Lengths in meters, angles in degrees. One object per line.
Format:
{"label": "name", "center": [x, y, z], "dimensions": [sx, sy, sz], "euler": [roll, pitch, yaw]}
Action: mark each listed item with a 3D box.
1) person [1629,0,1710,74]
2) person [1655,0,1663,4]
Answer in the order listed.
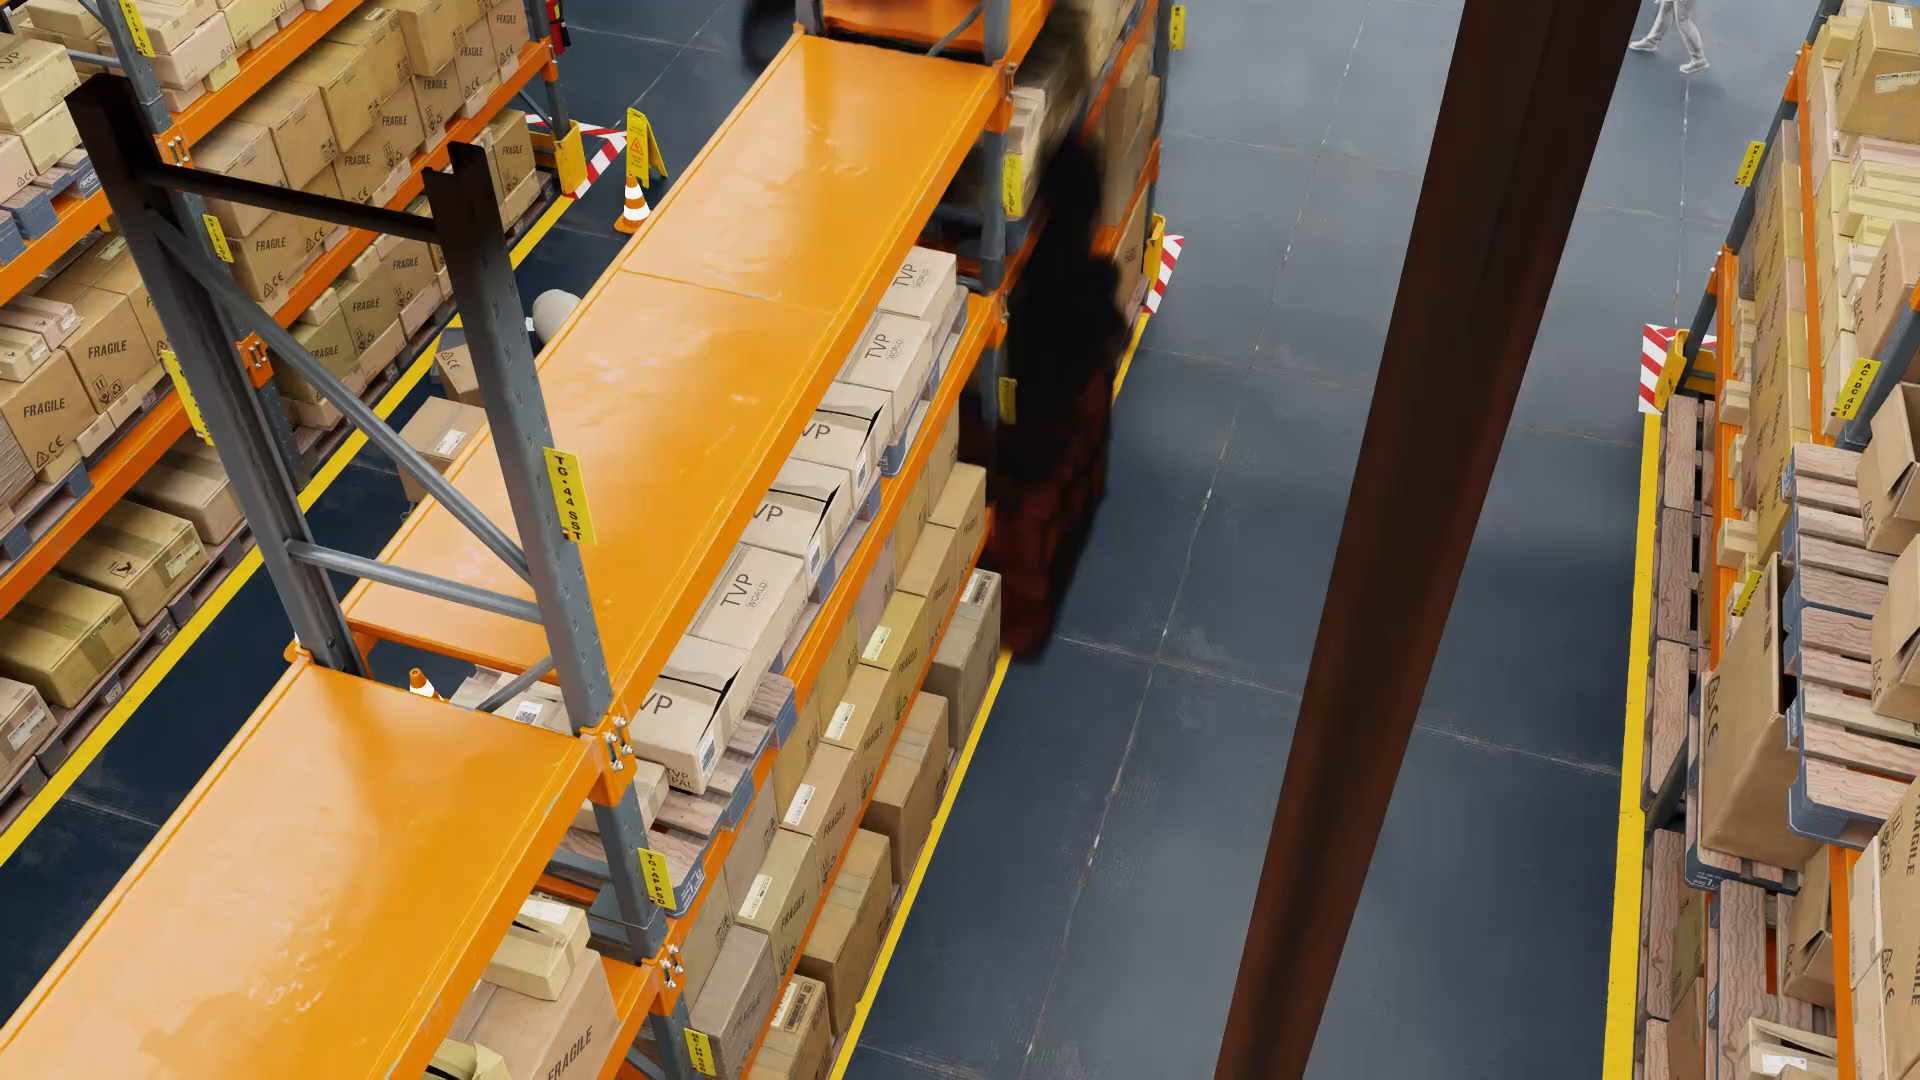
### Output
{"label": "person", "center": [6.531, -4.994, 14.825], "dimensions": [0.610, 1.715, 0.854], "euler": [-30, 53, -26]}
{"label": "person", "center": [6.609, -5.953, 15.712], "dimensions": [0.948, 1.775, 0.643], "euler": [34, 54, 28]}
